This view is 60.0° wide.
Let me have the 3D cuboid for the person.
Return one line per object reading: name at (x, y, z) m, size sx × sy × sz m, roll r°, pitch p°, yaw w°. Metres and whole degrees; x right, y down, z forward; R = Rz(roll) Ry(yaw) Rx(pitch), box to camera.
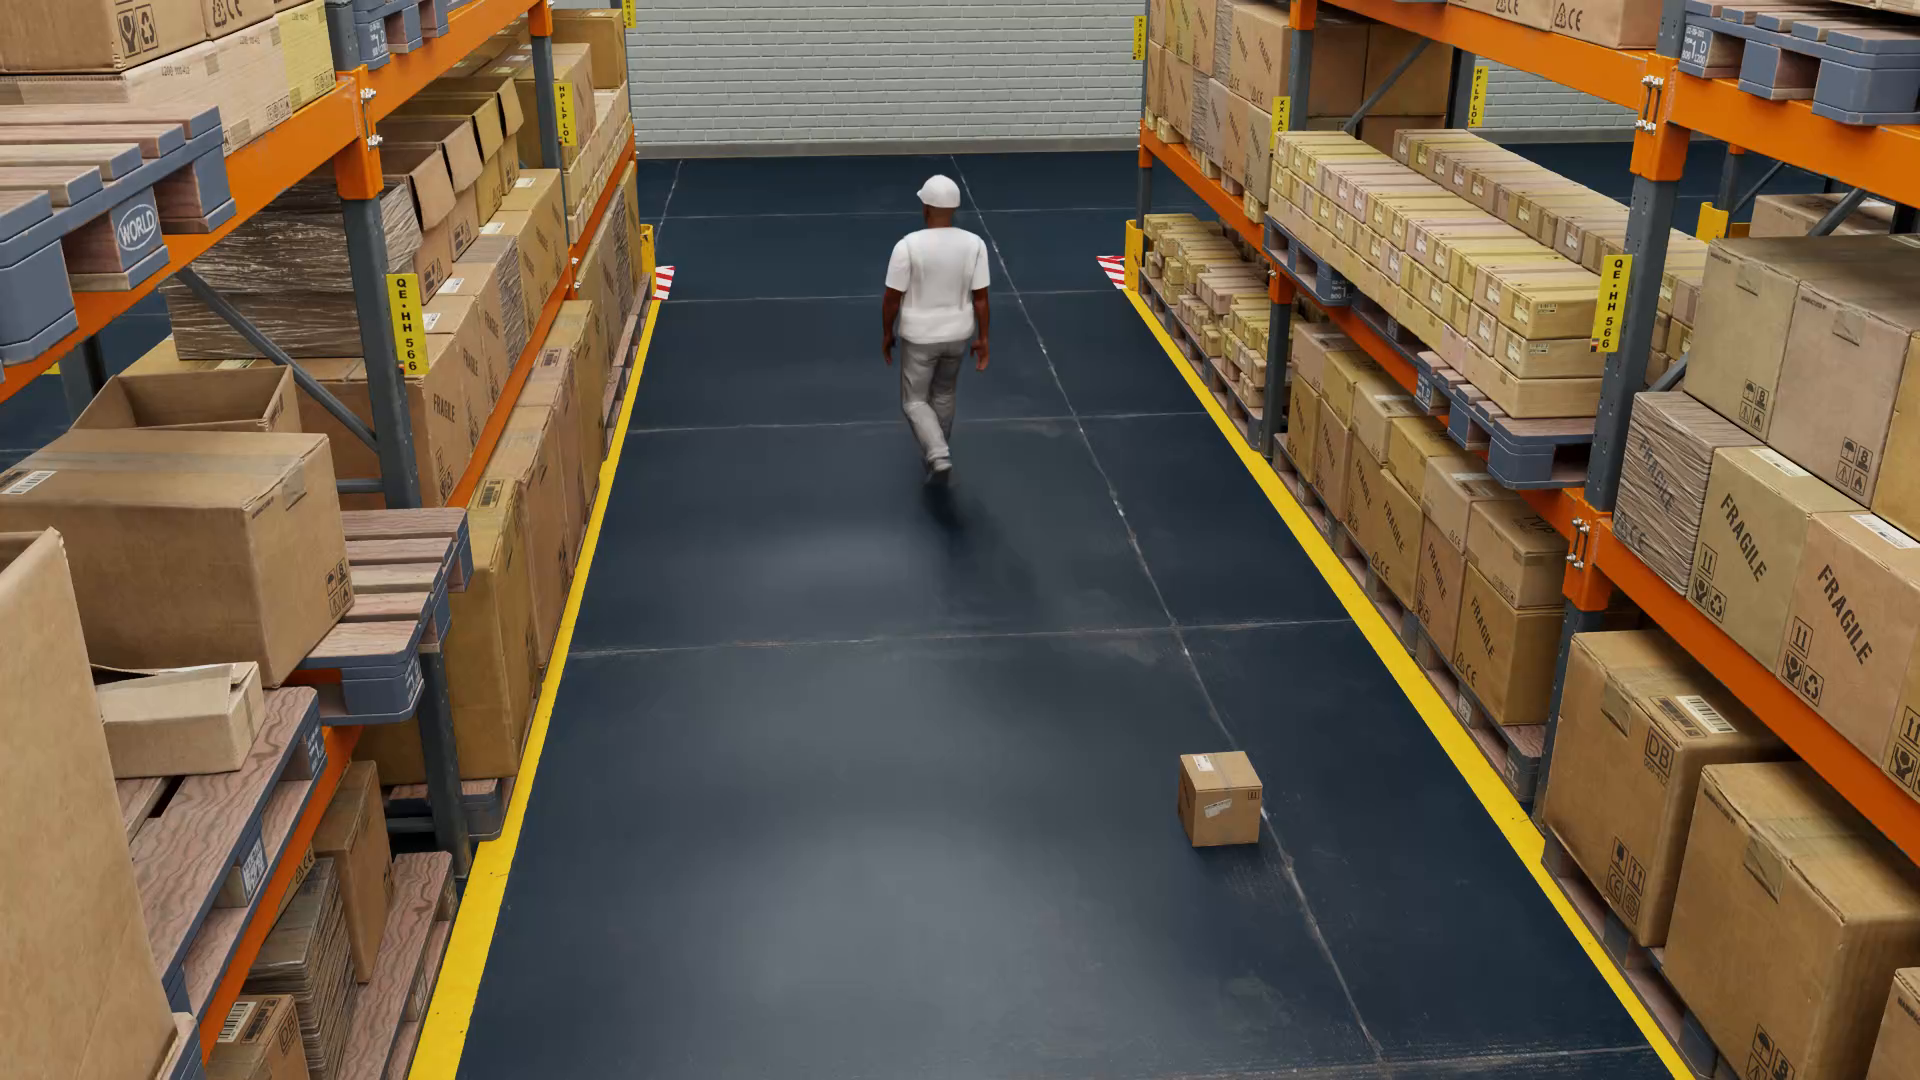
person at (-0.134, -1.123, 9.134) m, size 0.587 × 1.742 × 0.872 m, roll -7°, pitch 25°, yaw -16°
